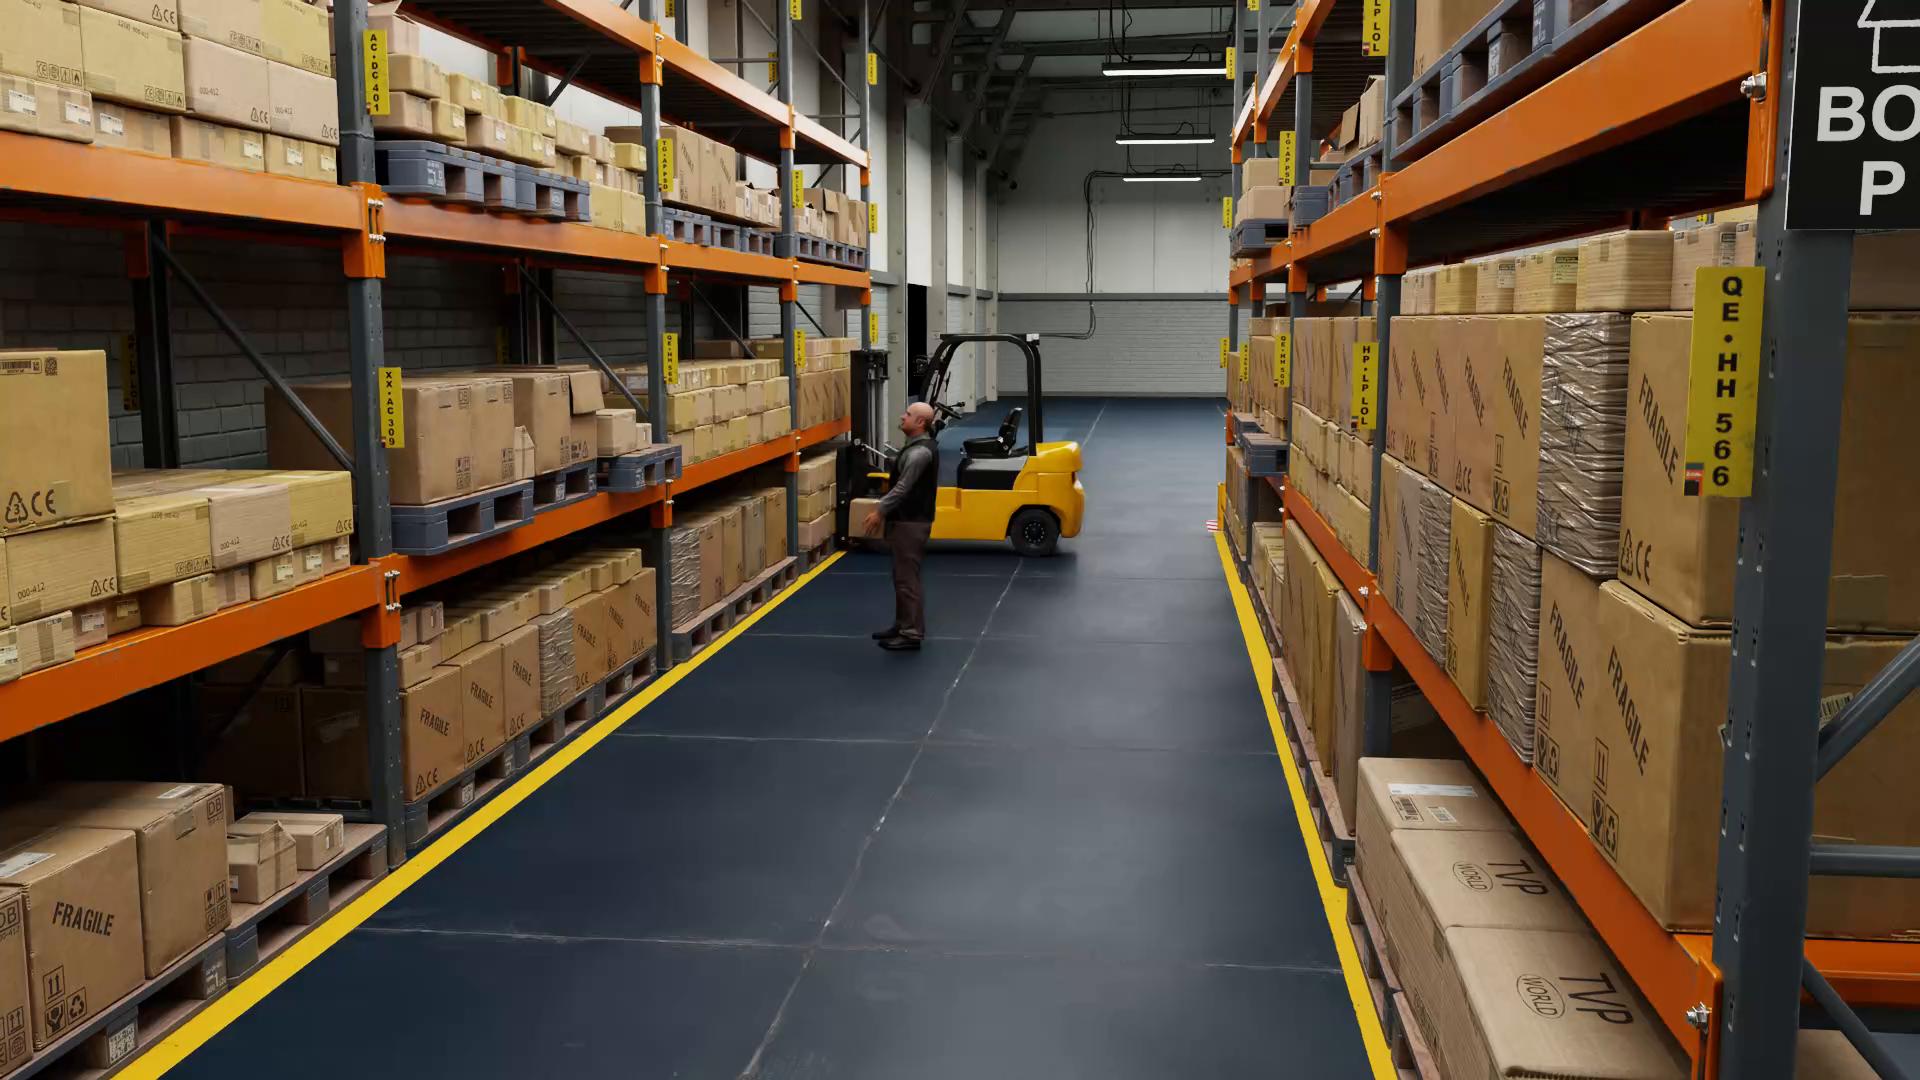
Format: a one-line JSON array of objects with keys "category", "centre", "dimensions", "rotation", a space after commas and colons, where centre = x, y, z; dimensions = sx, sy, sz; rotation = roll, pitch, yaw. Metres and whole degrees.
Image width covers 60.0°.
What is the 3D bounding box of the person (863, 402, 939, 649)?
[{"category": "person", "centre": [-0.408, -0.103, 11.645], "dimensions": [0.521, 1.726, 0.546], "rotation": [0, 8, 2]}]
